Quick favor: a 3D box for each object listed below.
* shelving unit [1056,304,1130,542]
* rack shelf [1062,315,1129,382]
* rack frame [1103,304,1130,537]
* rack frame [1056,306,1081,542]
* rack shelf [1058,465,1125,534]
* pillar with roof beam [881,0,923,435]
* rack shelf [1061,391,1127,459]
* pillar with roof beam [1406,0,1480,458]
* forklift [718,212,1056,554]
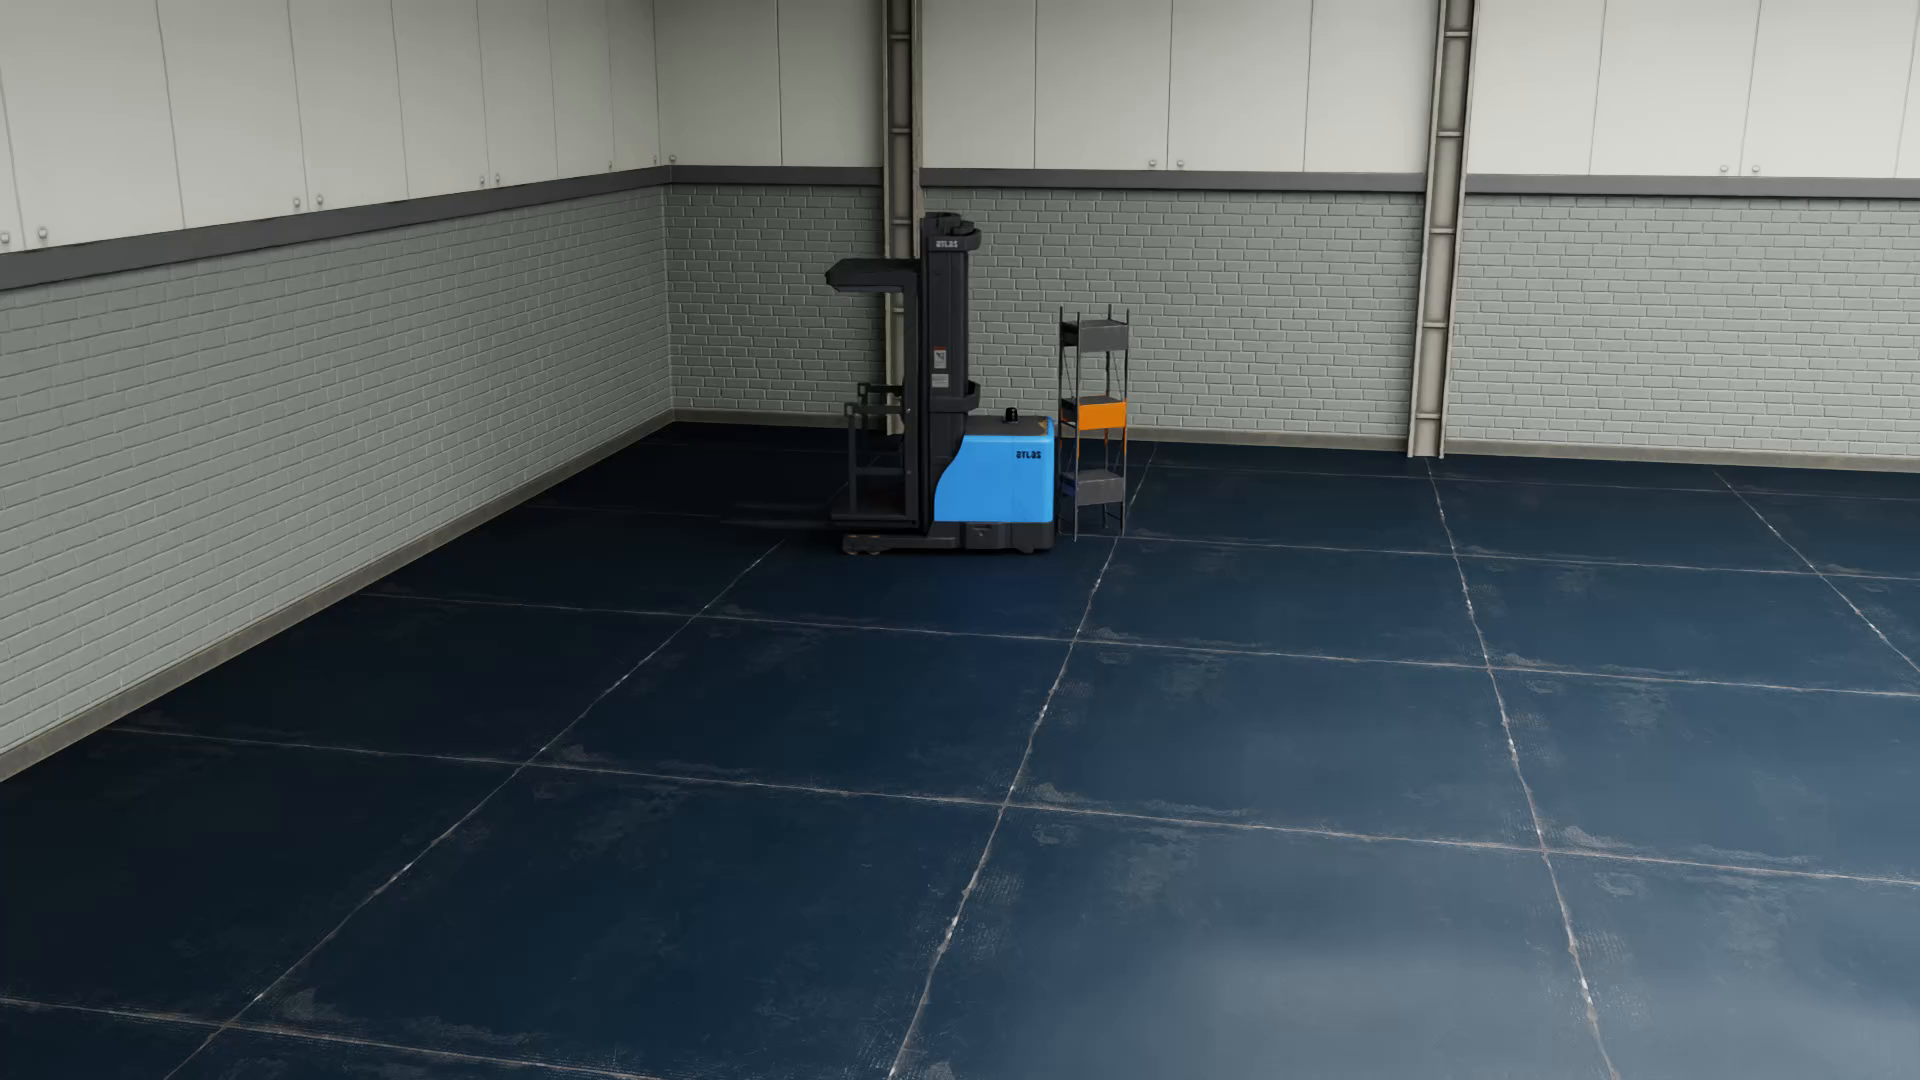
[{"bbox_3d":[1.207,-1.068,15.168,0.503,2.100,0.431,-6,17,-21],"label":"shelving unit"},{"bbox_3d":[1.208,-1.729,14.984,0.480,0.518,0.431,-6,17,-21],"label":"rack shelf"},{"bbox_3d":[1.434,-1.092,15.256,0.015,2.100,0.400,-6,17,-21],"label":"rack frame"},{"bbox_3d":[0.981,-1.043,15.081,0.015,2.100,0.400,-6,17,-21],"label":"rack frame"},{"bbox_3d":[1.207,-0.380,15.361,0.480,0.518,0.431,-6,17,-21],"label":"rack shelf"},{"bbox_3d":[-1.508,-4.490,14.604,0.400,9.000,9.100,3,16,11],"label":"pillar with roof beam"},{"bbox_3d":[1.207,-1.054,15.172,0.480,0.518,0.431,-6,17,-21],"label":"rack shelf"},{"bbox_3d":[4.372,-4.171,13.451,0.400,9.000,9.100,3,16,11],"label":"pillar with roof beam"},{"bbox_3d":[-0.652,-1.425,14.902,3.031,2.935,1.130,1,16,3],"label":"forklift"}]
